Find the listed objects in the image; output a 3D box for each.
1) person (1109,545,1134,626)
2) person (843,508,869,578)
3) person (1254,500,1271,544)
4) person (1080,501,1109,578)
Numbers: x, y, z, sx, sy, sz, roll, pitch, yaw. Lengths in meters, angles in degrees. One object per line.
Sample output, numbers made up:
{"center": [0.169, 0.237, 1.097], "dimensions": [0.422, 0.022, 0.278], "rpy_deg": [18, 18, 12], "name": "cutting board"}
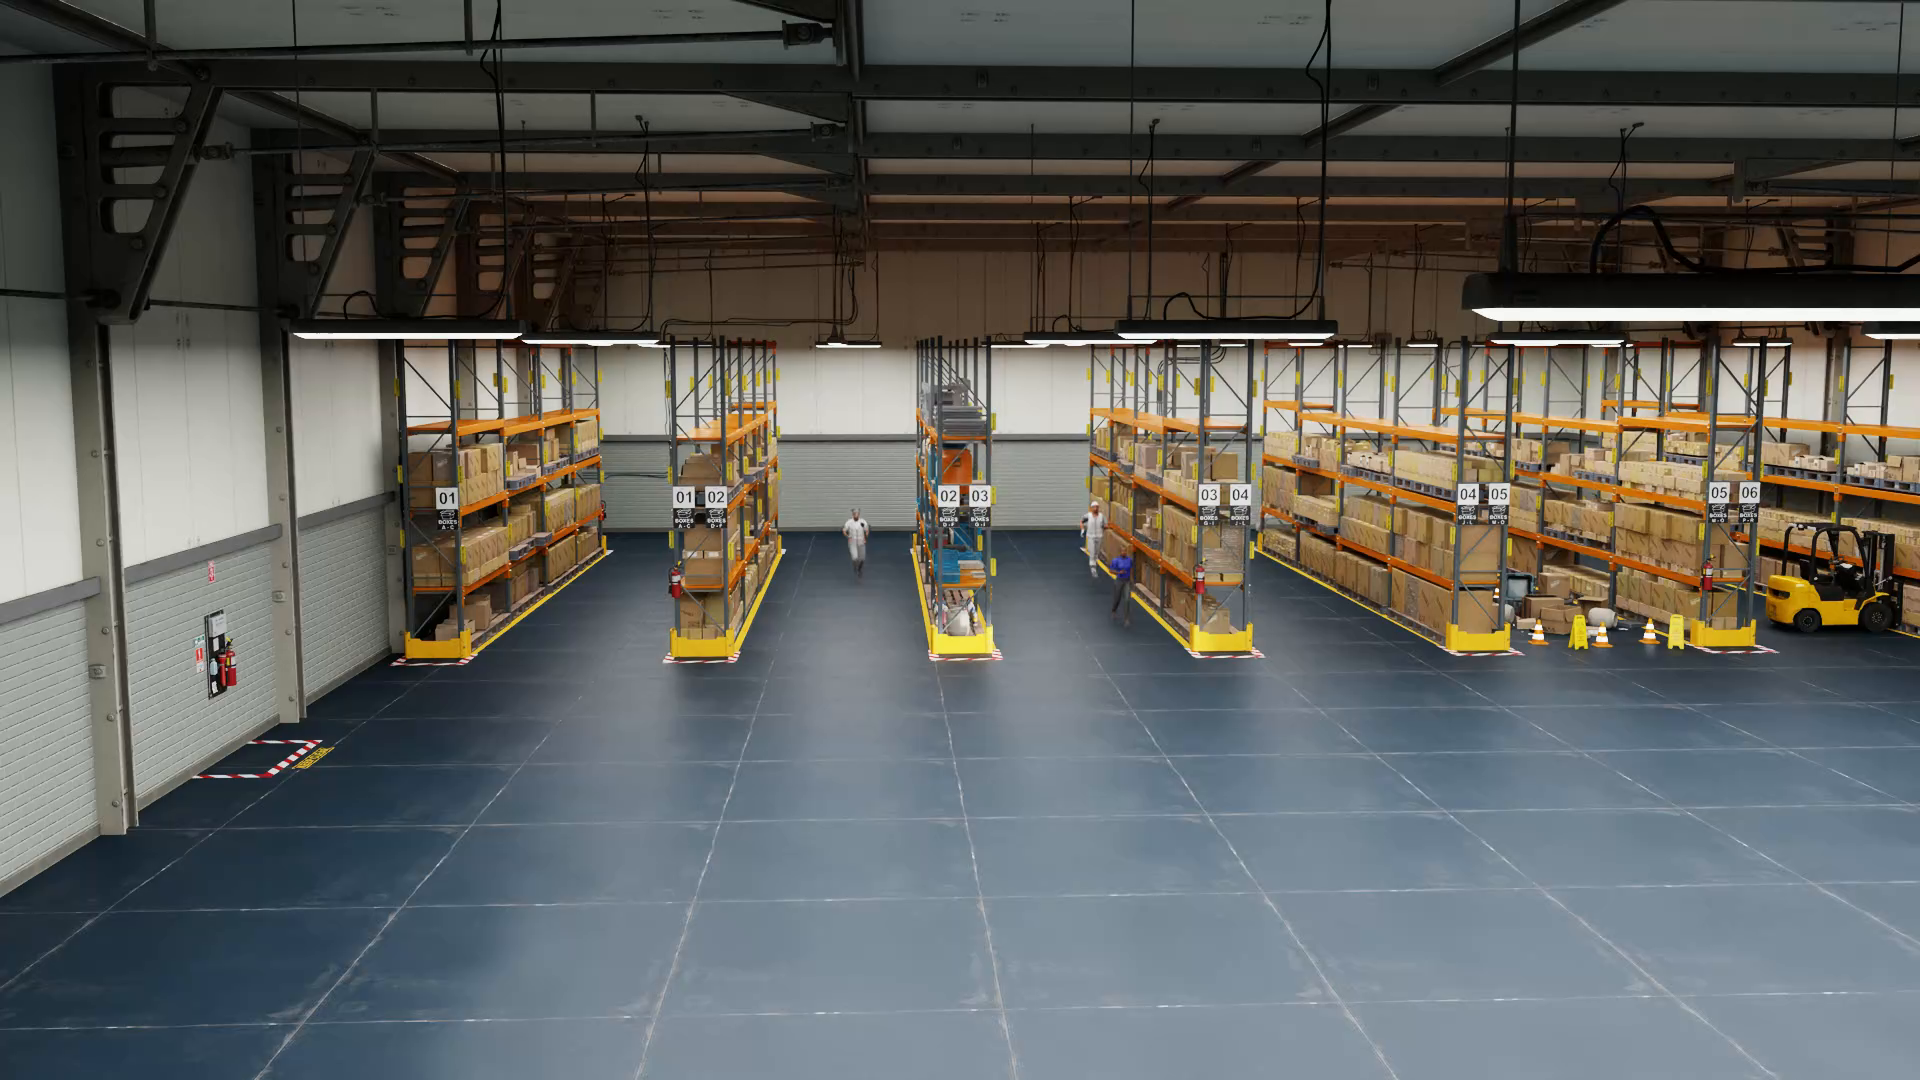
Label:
{"center": [3.393, 0.928, 34.821], "dimensions": [0.609, 1.646, 0.906], "rpy_deg": [-1, 7, -13], "name": "person"}
{"center": [-2.525, 0.088, 40.633], "dimensions": [0.659, 1.765, 0.587], "rpy_deg": [-1, 7, -12], "name": "person"}
{"center": [8.998, -0.702, 49.151], "dimensions": [0.553, 1.728, 0.739], "rpy_deg": [-1, 7, -8], "name": "person"}
{"center": [3.248, -0.022, 40.007], "dimensions": [0.658, 1.815, 0.915], "rpy_deg": [-1, 7, -9], "name": "person"}
